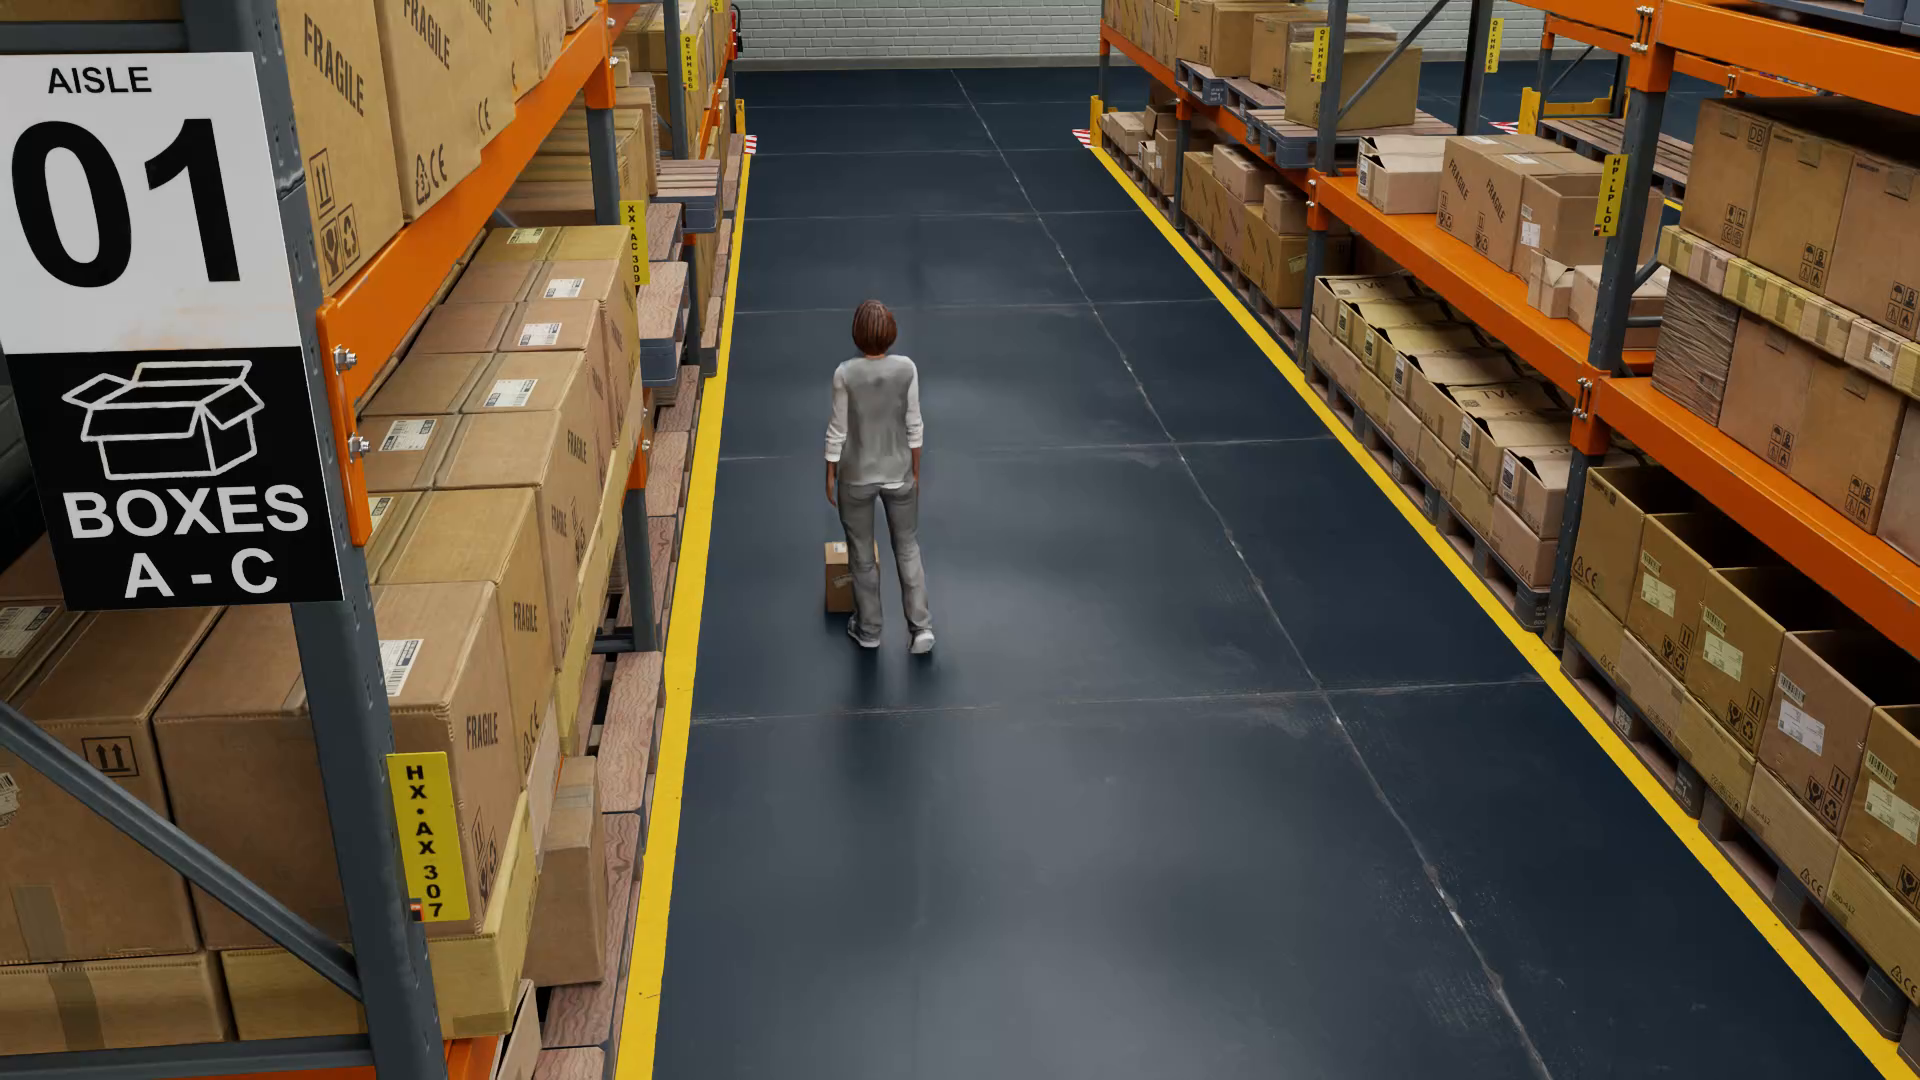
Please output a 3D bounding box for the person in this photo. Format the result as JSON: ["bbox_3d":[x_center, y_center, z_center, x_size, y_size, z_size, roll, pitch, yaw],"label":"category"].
[{"bbox_3d":[-0.364,-0.186,7.225,0.437,1.551,0.419,-7,25,-16],"label":"person"}]
